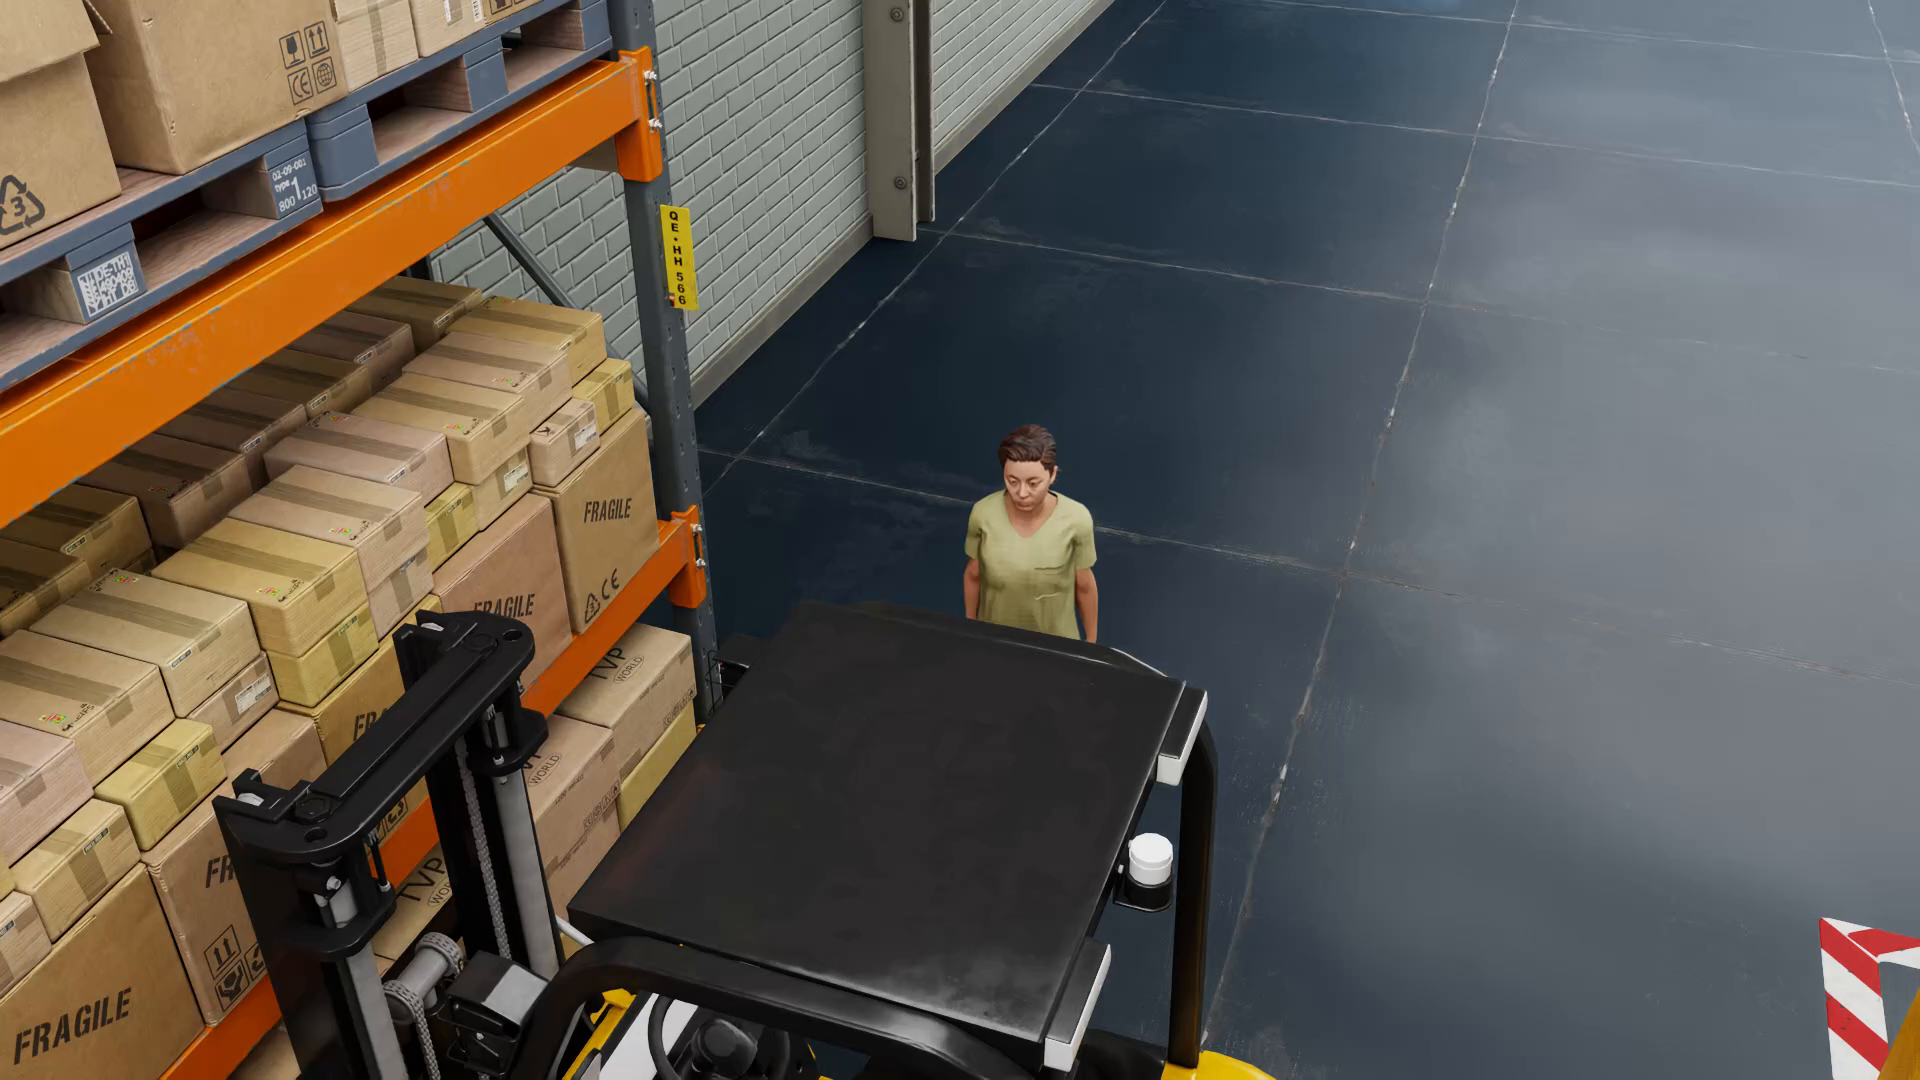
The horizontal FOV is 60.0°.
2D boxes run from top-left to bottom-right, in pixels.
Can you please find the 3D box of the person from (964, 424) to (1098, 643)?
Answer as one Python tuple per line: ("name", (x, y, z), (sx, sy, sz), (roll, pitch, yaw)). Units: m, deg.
("person", (0.215, 0.407, 5.520), (0.455, 1.673, 0.595), (5, 34, 7))
